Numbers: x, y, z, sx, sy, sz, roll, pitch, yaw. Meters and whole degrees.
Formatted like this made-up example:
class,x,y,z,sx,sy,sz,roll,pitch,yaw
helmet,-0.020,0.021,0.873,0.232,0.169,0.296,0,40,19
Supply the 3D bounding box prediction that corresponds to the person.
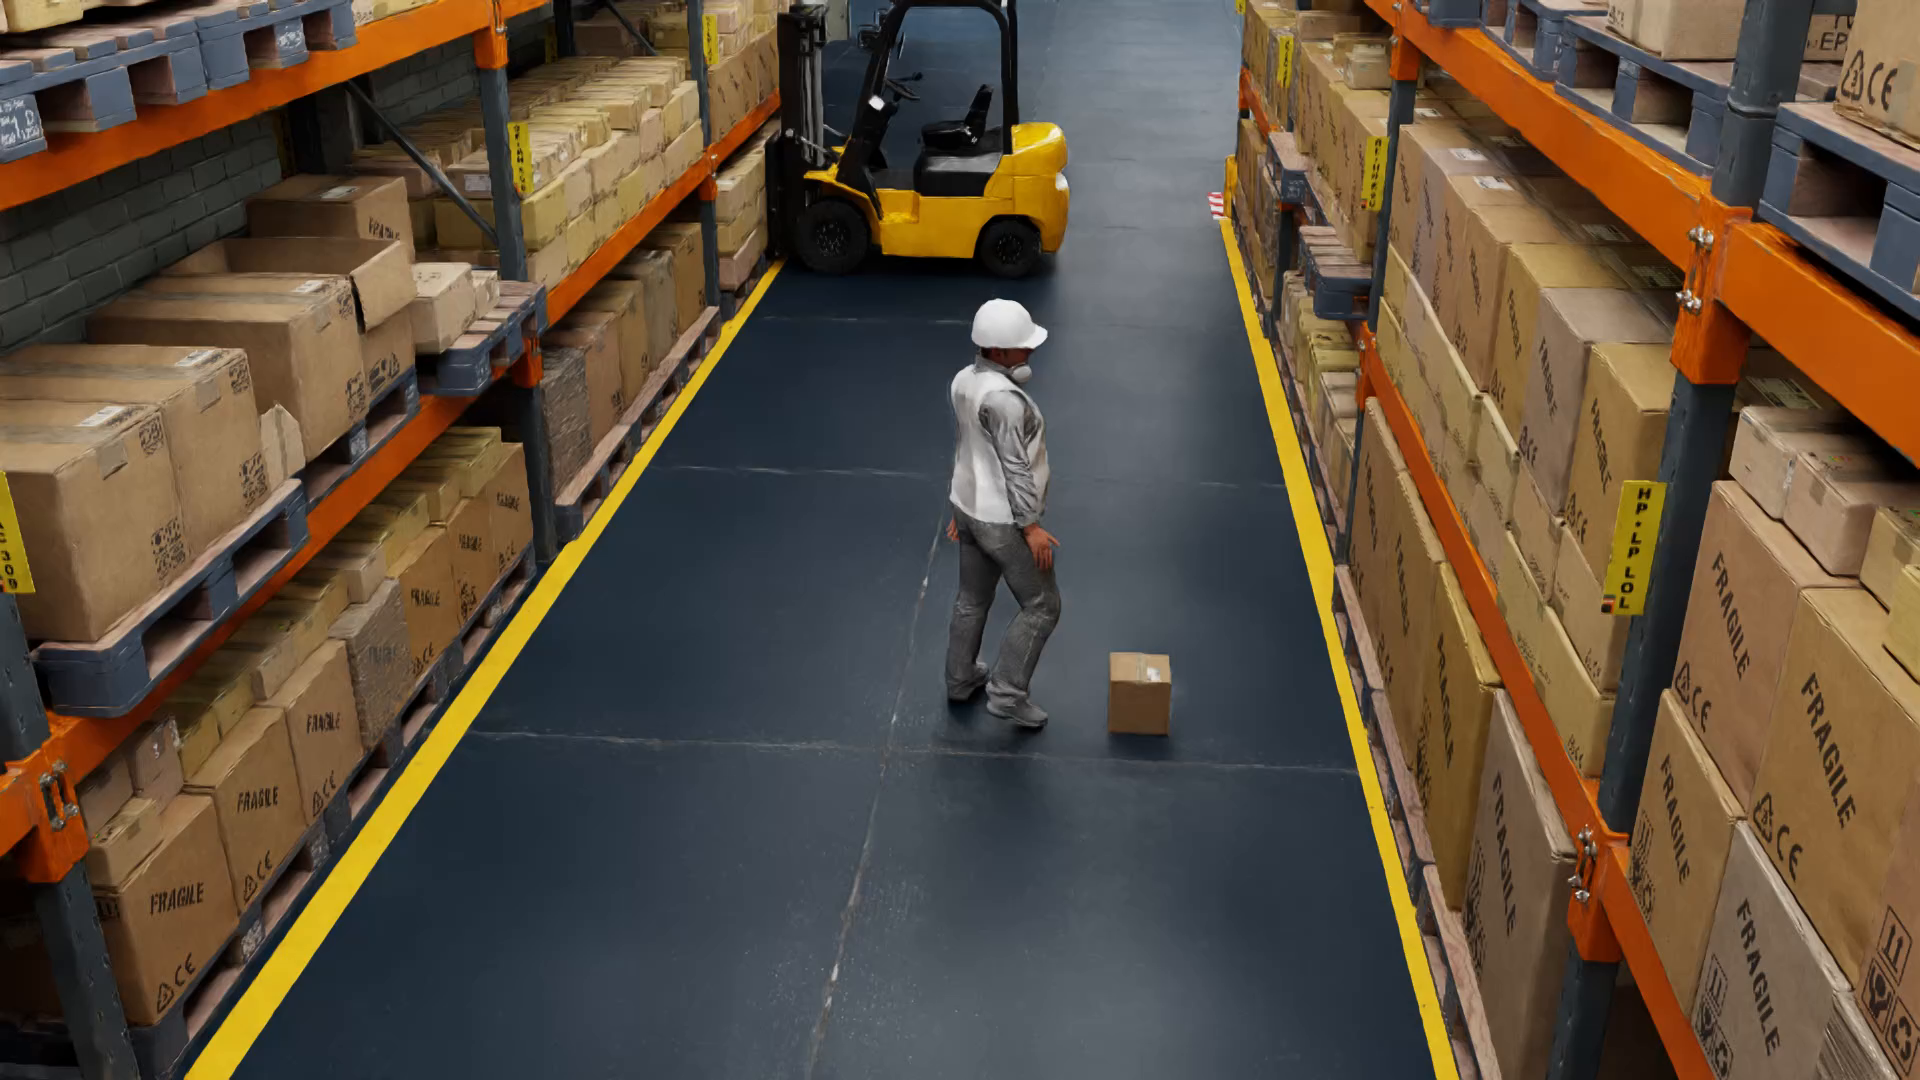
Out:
class,x,y,z,sx,sy,sz,roll,pitch,yaw
person,0.168,-0.088,6.732,0.386,1.802,0.629,-10,26,-21
